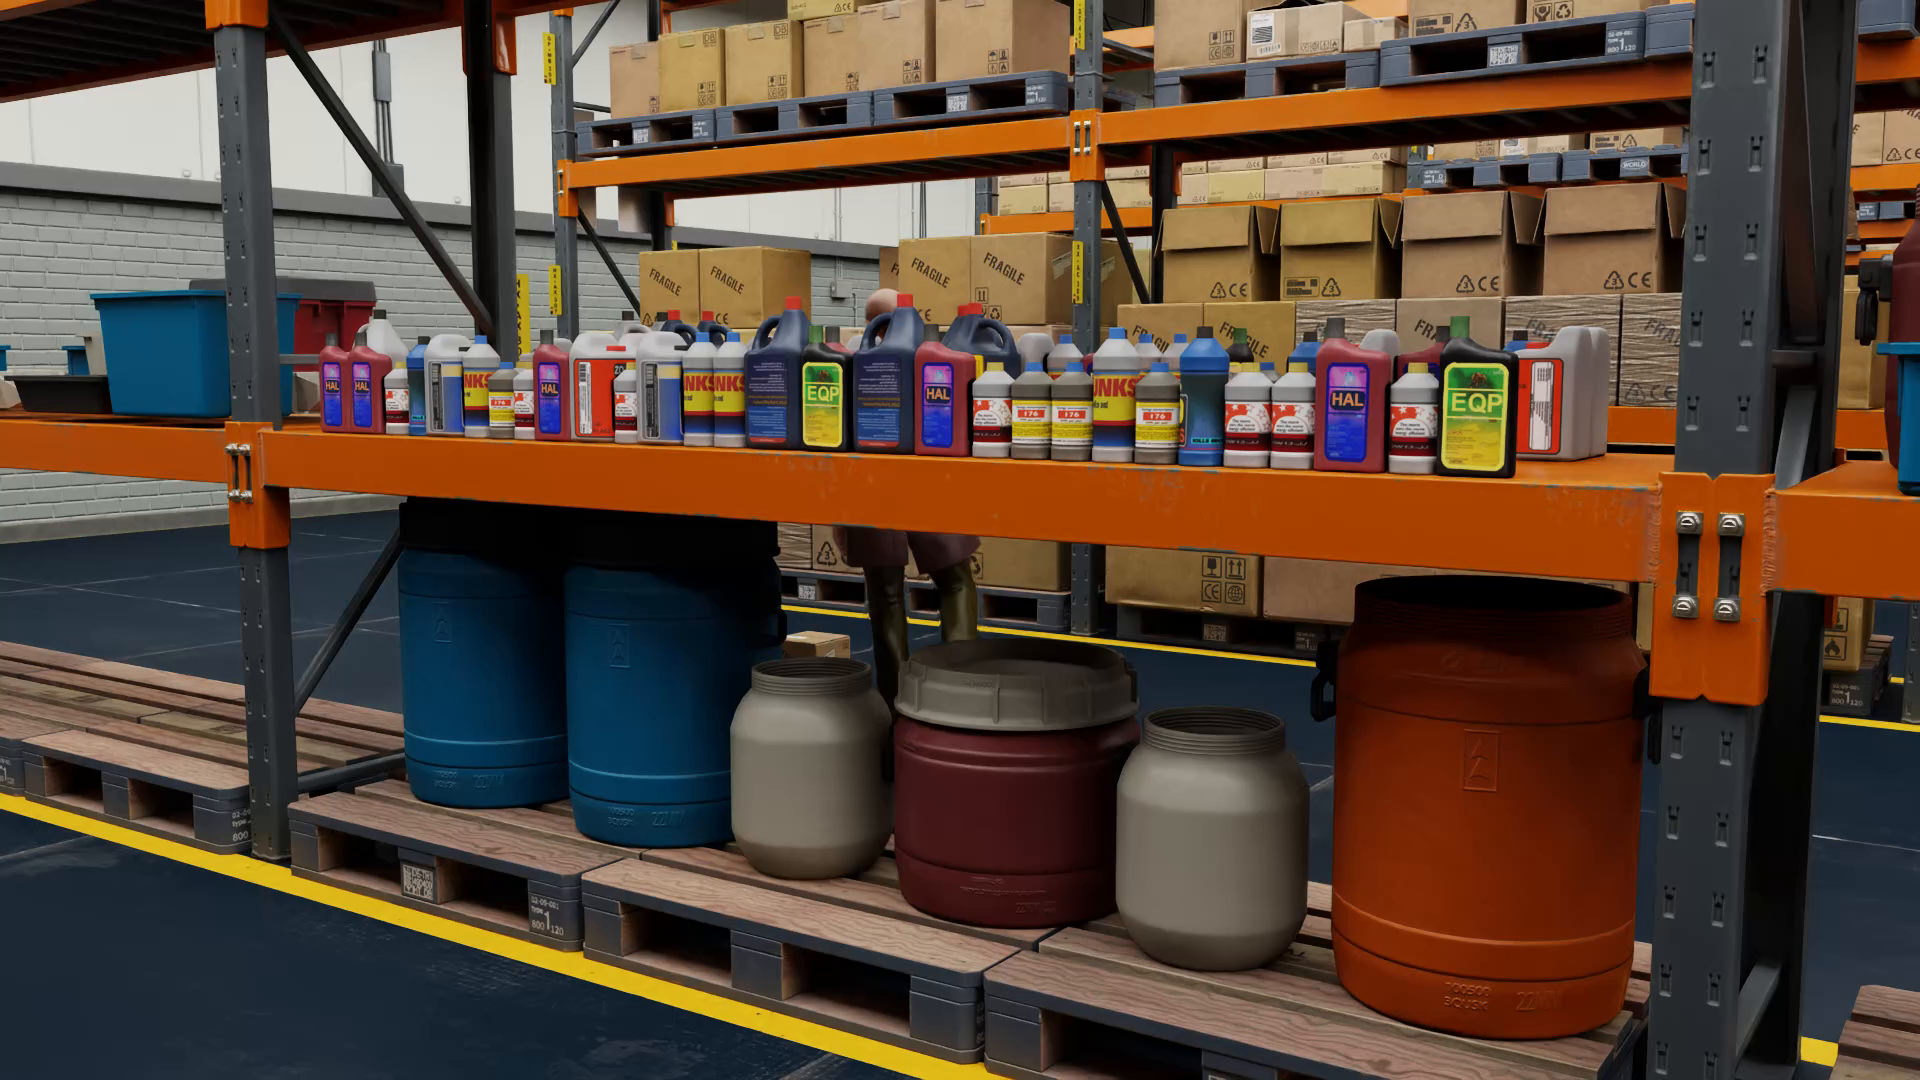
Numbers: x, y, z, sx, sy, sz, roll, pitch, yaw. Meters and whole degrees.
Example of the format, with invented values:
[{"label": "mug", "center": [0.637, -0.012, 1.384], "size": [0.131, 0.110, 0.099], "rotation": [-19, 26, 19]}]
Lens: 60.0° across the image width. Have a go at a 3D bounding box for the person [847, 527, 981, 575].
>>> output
[{"label": "person", "center": [-0.228, -0.340, 6.696], "size": [0.630, 0.945, 0.377], "rotation": [0, 6, -4]}]
